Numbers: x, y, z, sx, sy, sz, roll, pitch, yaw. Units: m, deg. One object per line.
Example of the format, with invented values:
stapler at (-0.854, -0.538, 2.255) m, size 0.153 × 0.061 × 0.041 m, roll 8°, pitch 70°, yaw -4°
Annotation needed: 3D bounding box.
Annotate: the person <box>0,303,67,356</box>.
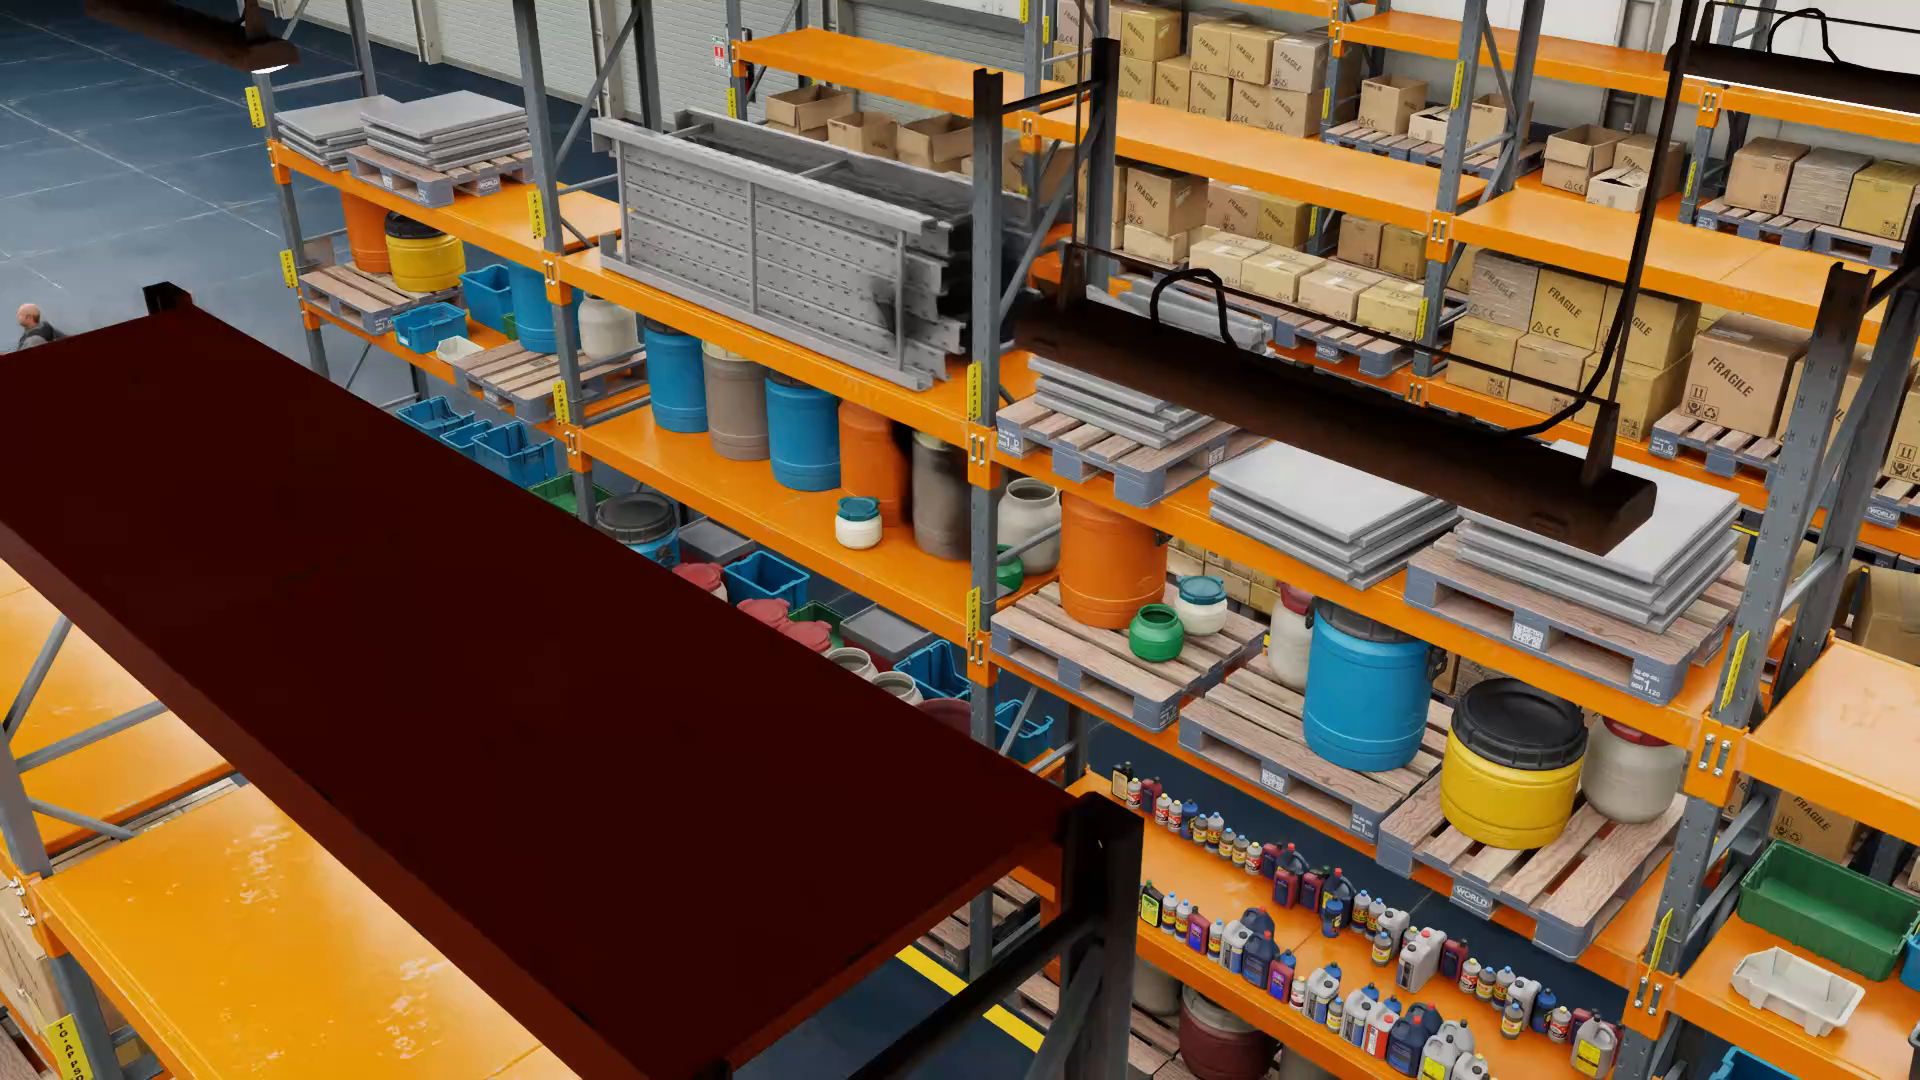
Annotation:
person at (-9.518, -1.639, 17.368) m, size 0.875 × 1.756 × 0.639 m, roll -13°, pitch 32°, yaw -21°
